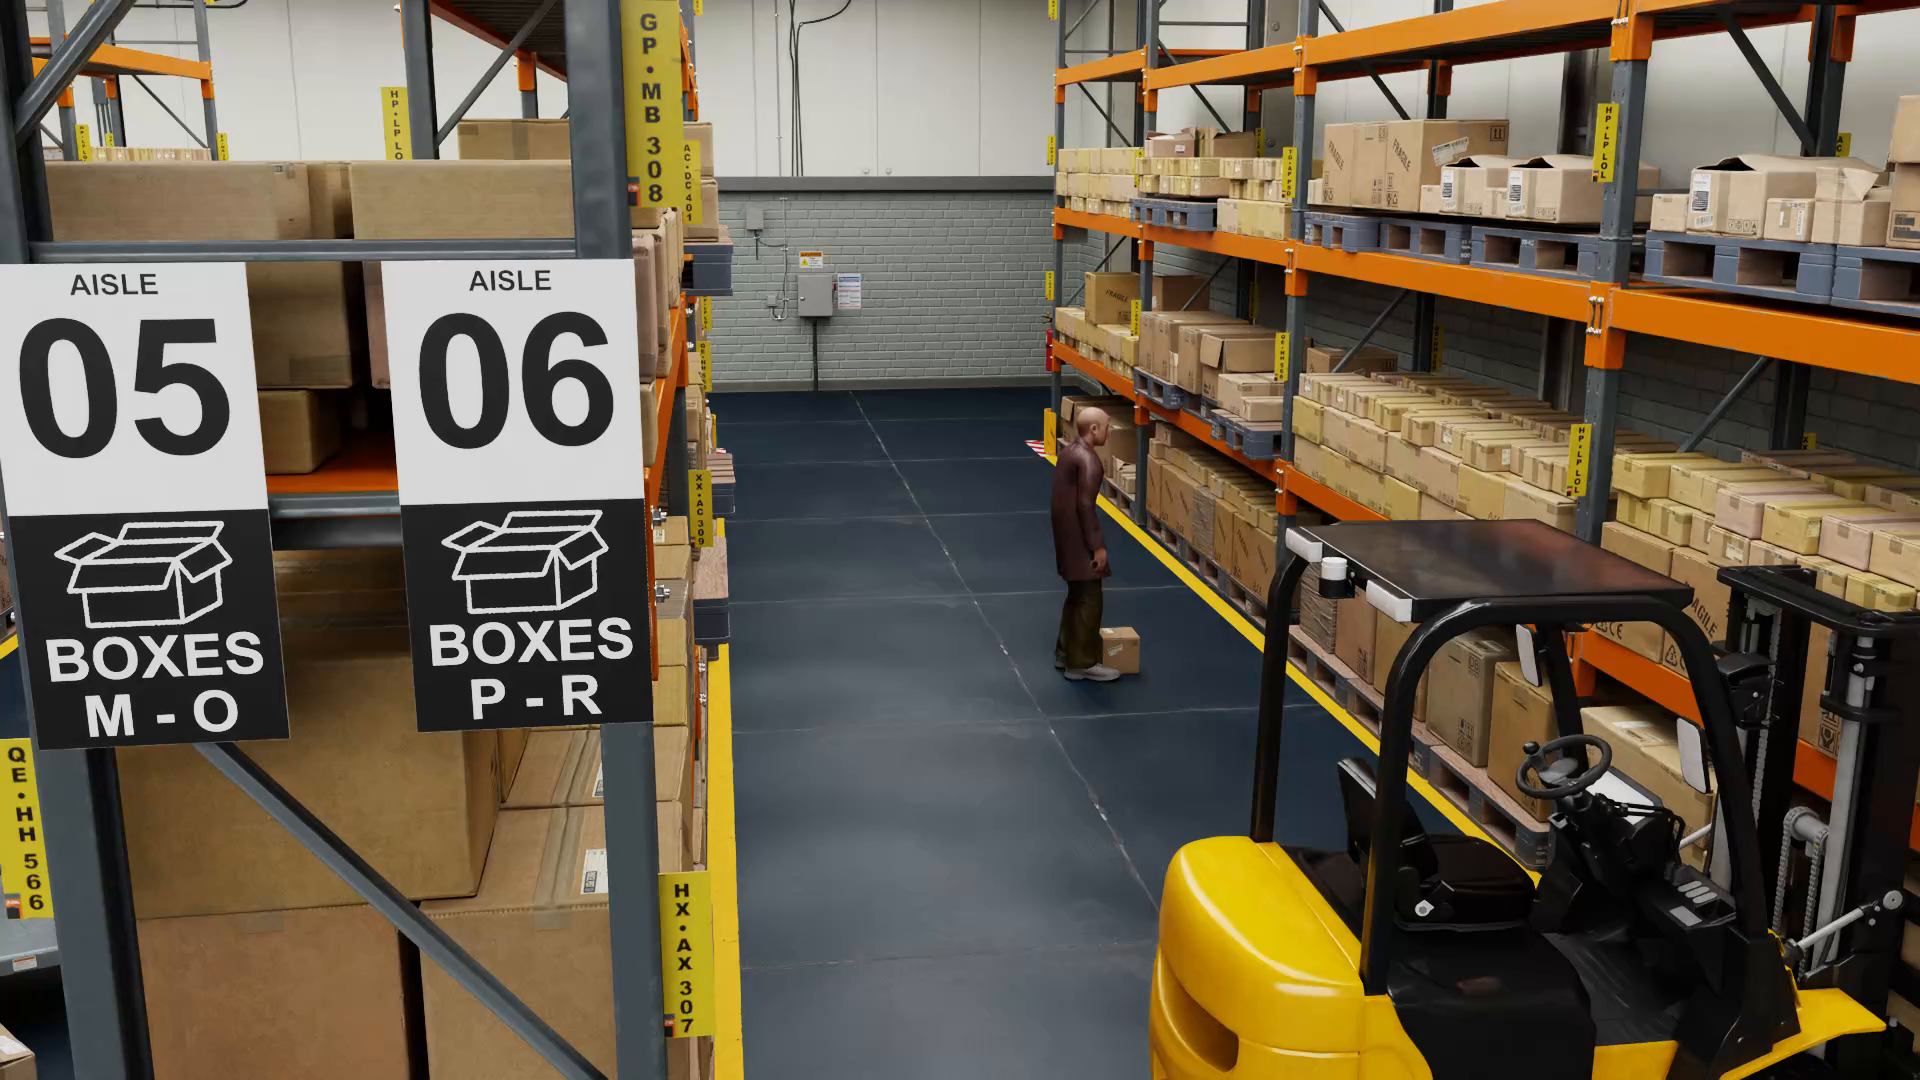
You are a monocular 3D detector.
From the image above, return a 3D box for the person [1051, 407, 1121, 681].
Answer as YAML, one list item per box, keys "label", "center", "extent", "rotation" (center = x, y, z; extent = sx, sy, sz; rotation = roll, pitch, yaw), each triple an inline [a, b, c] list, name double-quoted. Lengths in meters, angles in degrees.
- label: "person"
  center: [0.812, 0.009, 10.974]
  extent: [0.416, 1.774, 0.654]
  rotation: [-2, 13, -9]
